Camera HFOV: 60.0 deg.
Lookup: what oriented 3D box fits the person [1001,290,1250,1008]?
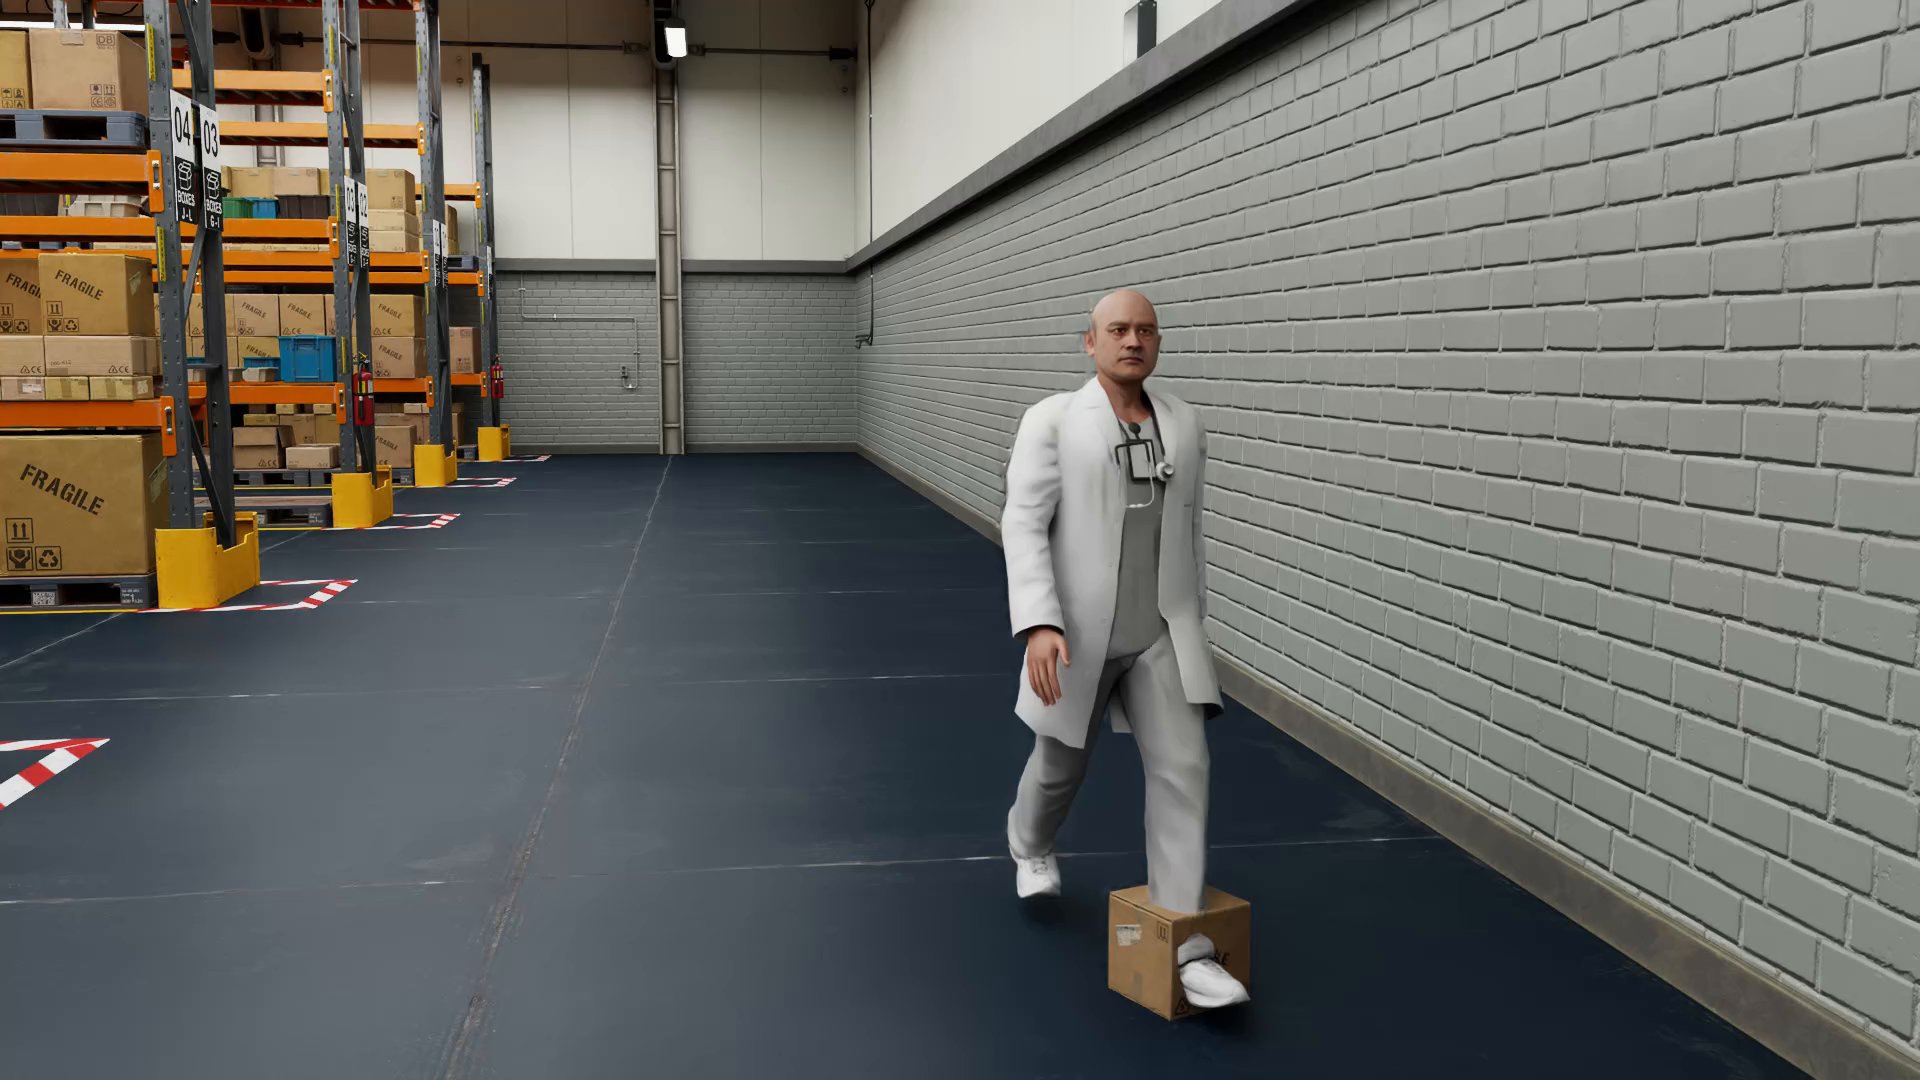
[{"bbox_3d":[0.398,0.228,4.278,0.630,1.727,1.179,-2,7,-13],"label":"person"}]
